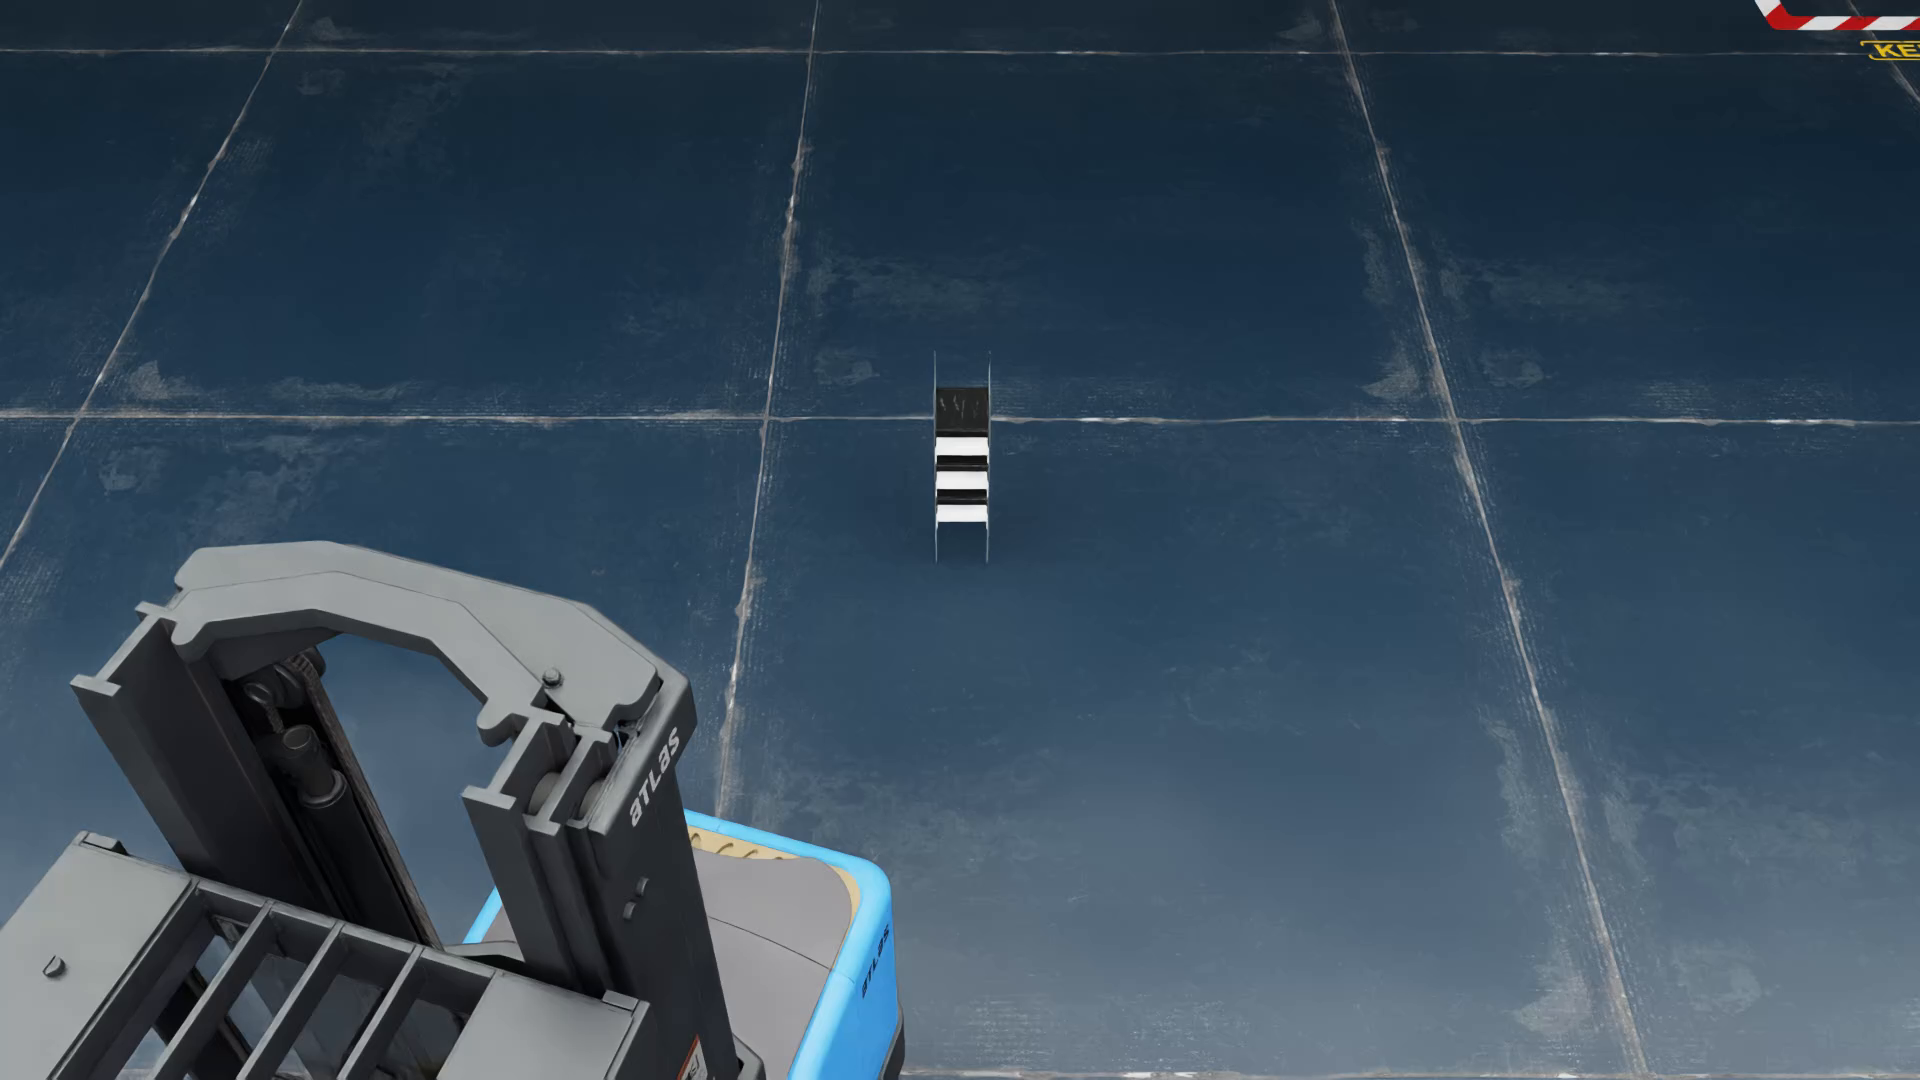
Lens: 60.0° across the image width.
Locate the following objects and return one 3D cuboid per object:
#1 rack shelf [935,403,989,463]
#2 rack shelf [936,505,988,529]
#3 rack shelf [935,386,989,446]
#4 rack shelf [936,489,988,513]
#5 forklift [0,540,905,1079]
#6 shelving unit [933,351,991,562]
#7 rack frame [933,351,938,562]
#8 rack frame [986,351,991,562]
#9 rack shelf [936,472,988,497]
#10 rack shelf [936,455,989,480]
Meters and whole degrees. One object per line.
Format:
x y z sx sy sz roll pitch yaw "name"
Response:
0.008 -0.406 6.313 0.200 0.077 0.258 0 47 0 "rack shelf"
0.008 -0.161 6.577 0.200 0.077 0.258 0 47 0 "rack shelf"
0.008 -0.468 6.247 0.200 0.077 0.258 0 47 0 "rack shelf"
0.008 -0.223 6.511 0.200 0.077 0.258 0 47 0 "rack shelf"
-1.104 1.533 3.321 1.130 2.935 3.031 13 48 12 "forklift"
0.008 -0.307 6.421 0.210 0.900 0.258 0 47 0 "shelving unit"
-0.094 -0.307 6.421 0.006 0.900 0.240 0 47 0 "rack frame"
0.110 -0.306 6.420 0.006 0.900 0.240 0 47 0 "rack frame"
0.008 -0.284 6.445 0.200 0.077 0.258 0 47 0 "rack shelf"
0.008 -0.345 6.379 0.200 0.077 0.258 0 47 0 "rack shelf"
